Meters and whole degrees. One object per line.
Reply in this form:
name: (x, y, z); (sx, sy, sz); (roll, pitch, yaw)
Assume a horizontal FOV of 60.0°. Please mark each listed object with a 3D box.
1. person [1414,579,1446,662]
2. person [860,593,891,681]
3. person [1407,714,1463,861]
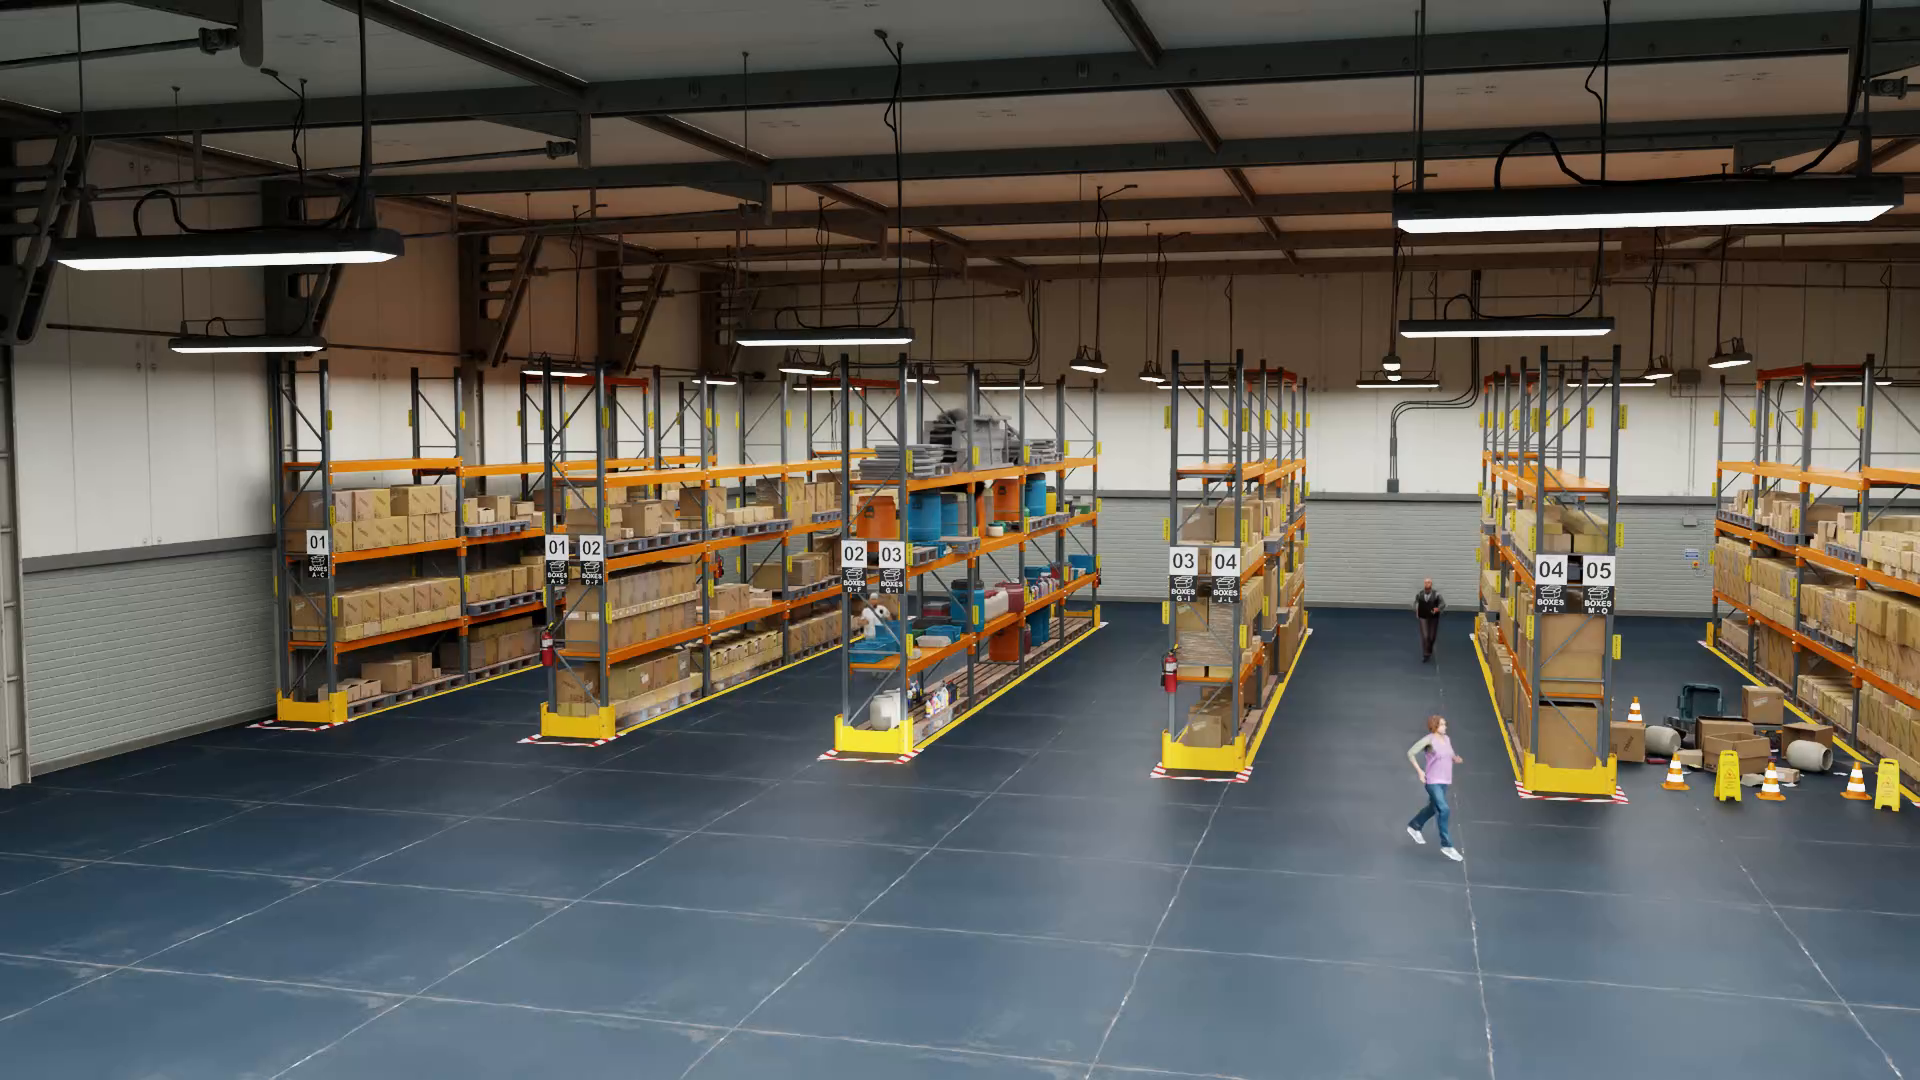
person: (9.798, 1.662, 34.743); (0.656, 1.721, 0.792); (2, 4, 21)
person: (-1.643, 1.876, 32.115); (0.586, 1.695, 0.652); (0, 4, 5)
person: (5.477, 2.805, 19.140); (0.526, 1.608, 0.832); (-3, 5, -37)
